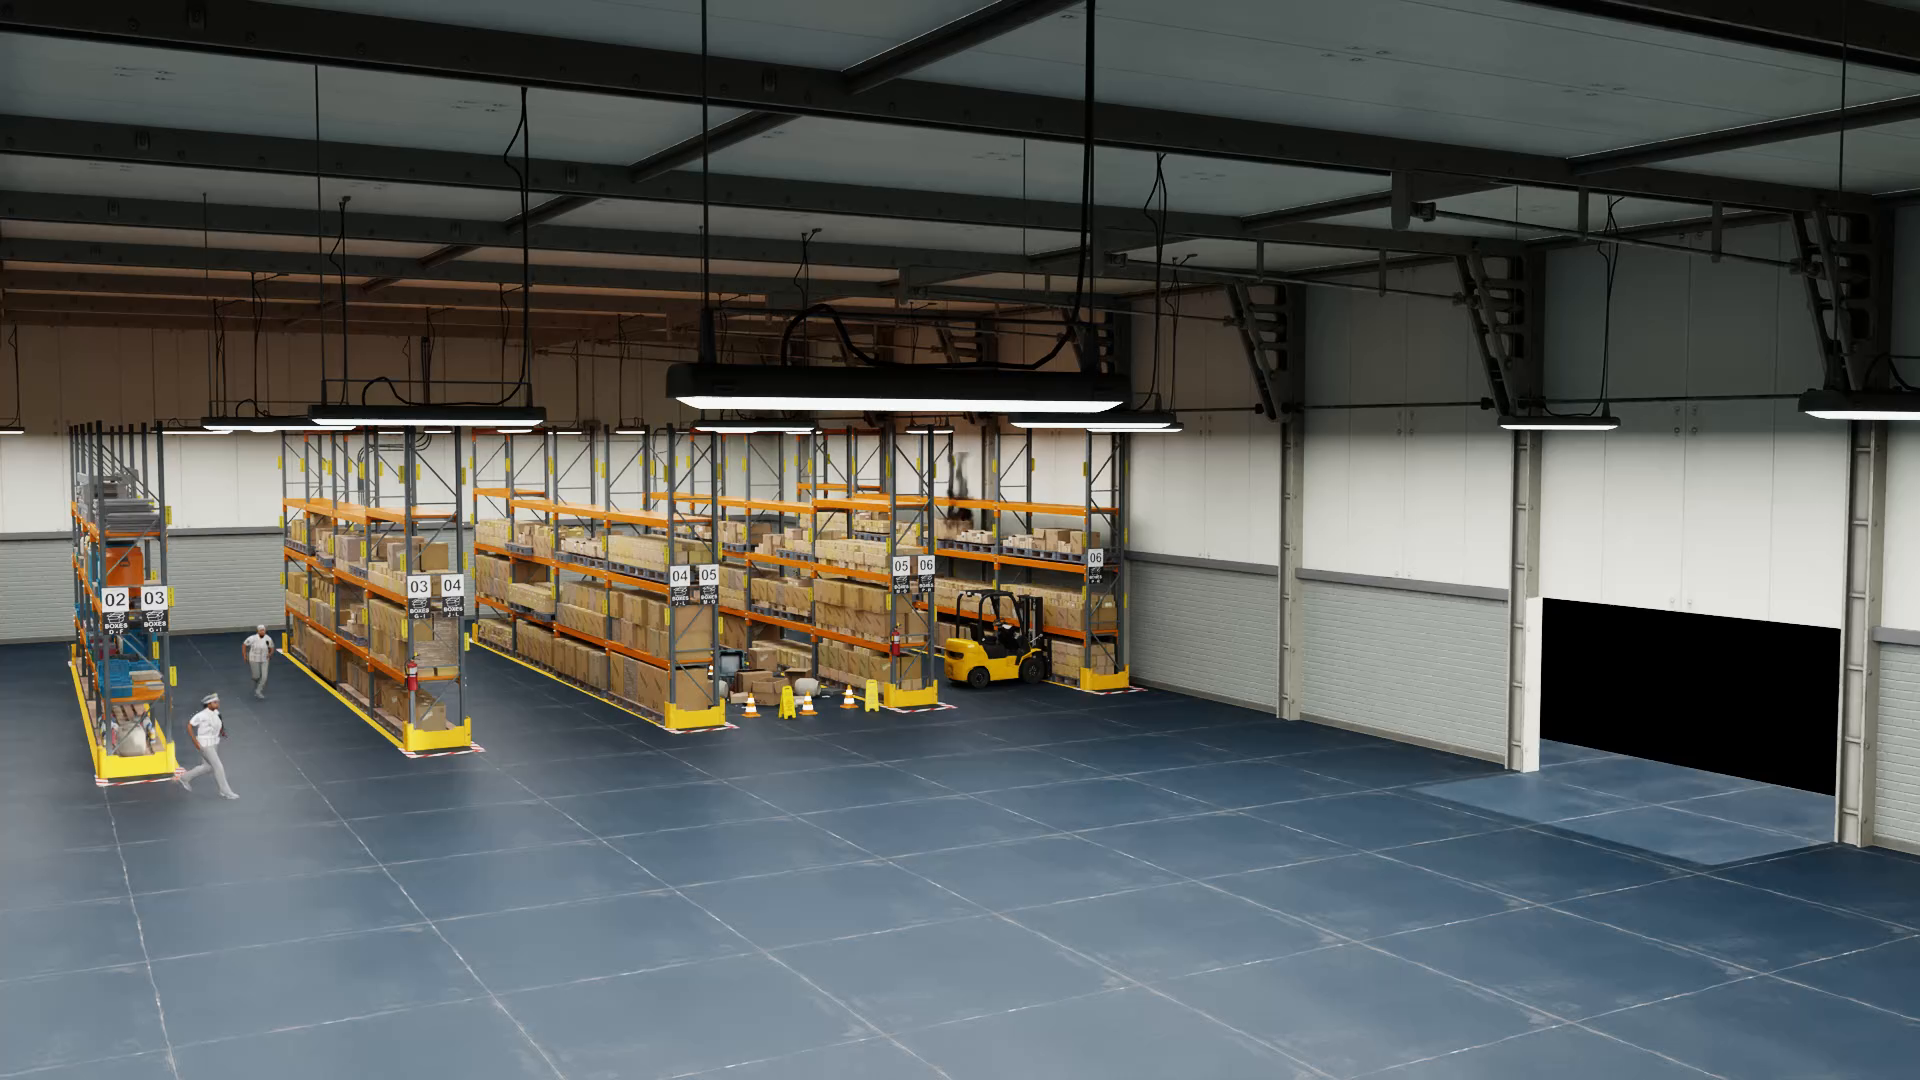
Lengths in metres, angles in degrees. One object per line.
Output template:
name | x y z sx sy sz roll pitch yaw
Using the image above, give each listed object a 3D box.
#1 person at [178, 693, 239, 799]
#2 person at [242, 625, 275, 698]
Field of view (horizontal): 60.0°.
person | -11.932 3.259 26.320 0.974 1.694 0.600 0 4 4
person | -15.422 2.676 36.596 0.644 1.624 0.645 -2 4 -35
